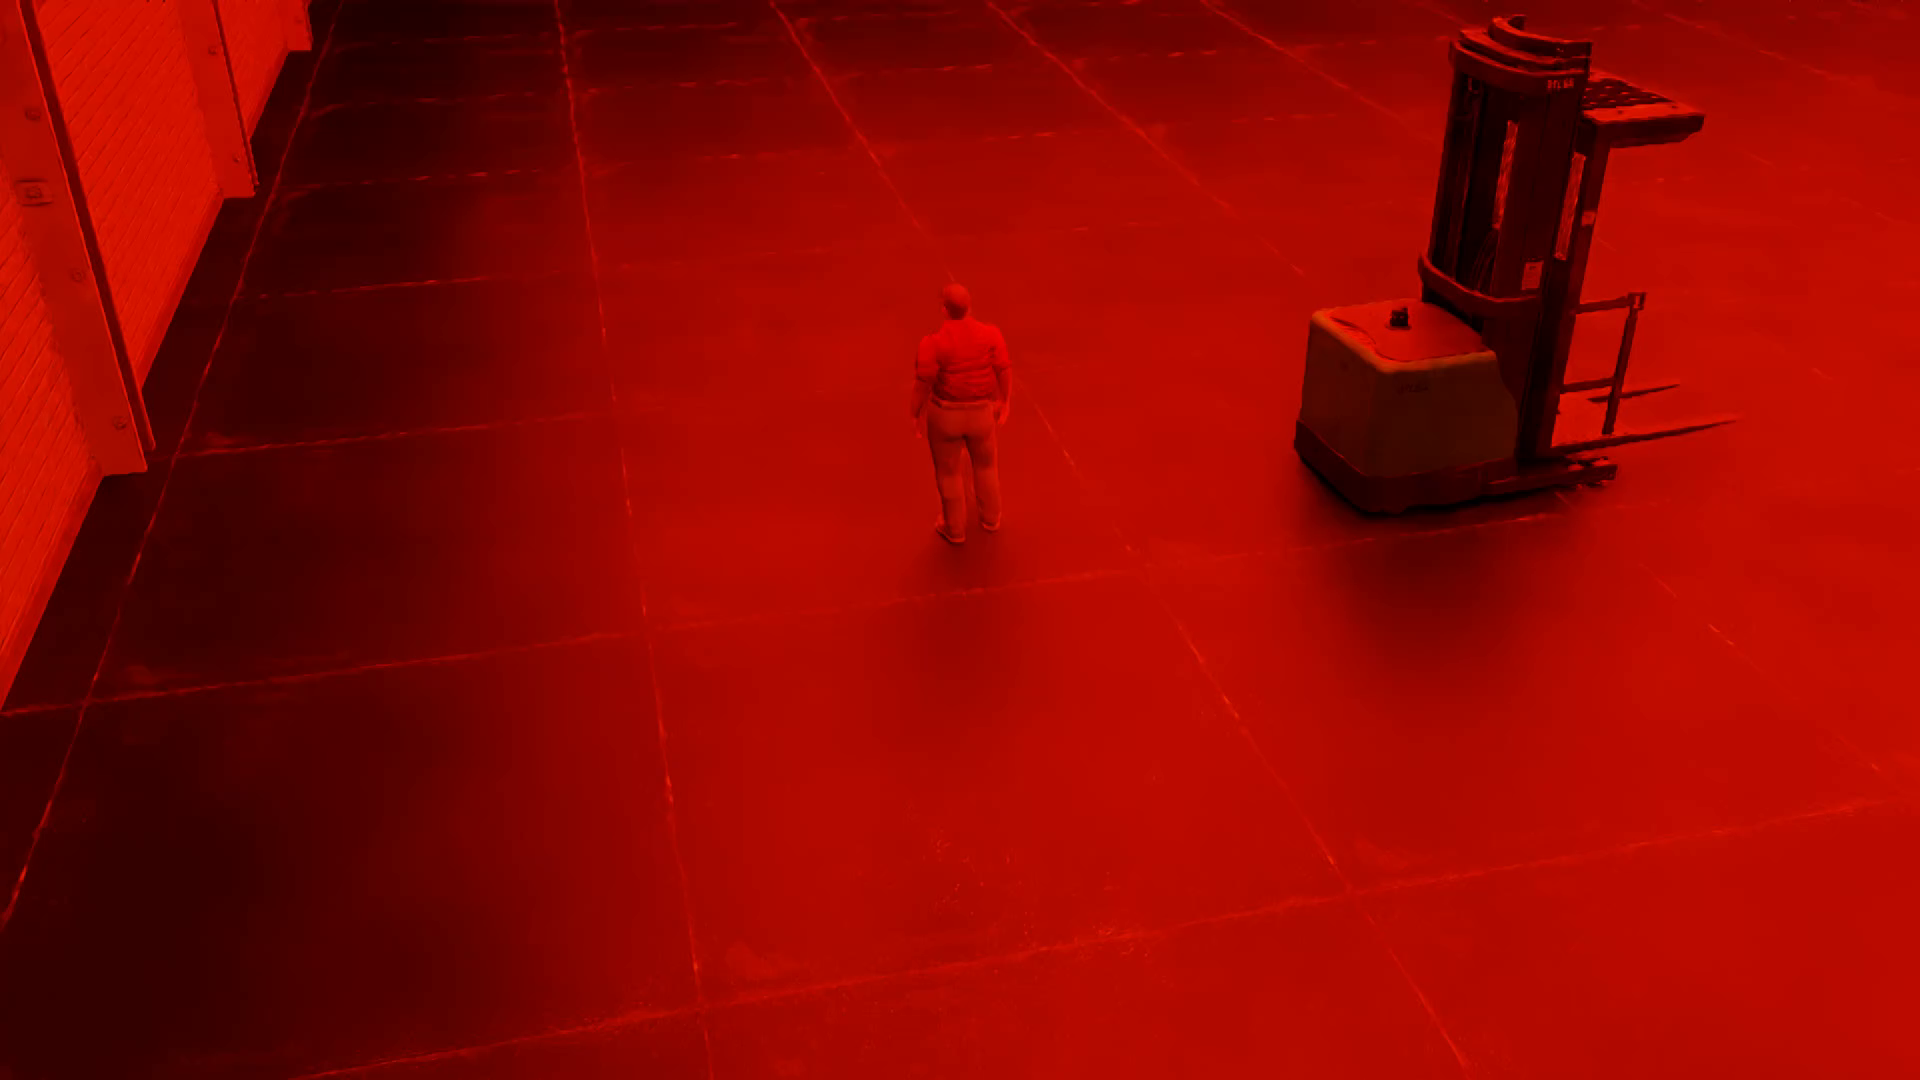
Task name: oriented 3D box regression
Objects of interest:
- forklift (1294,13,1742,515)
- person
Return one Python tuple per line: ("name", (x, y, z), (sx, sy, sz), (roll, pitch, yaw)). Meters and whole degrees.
("forklift", (3.874, -1.853, 10.775), (3.031, 2.935, 1.130), (-9, 31, -15))
("person", (-0.010, -0.800, 10.141), (0.640, 1.726, 0.550), (-7, 31, -12))
